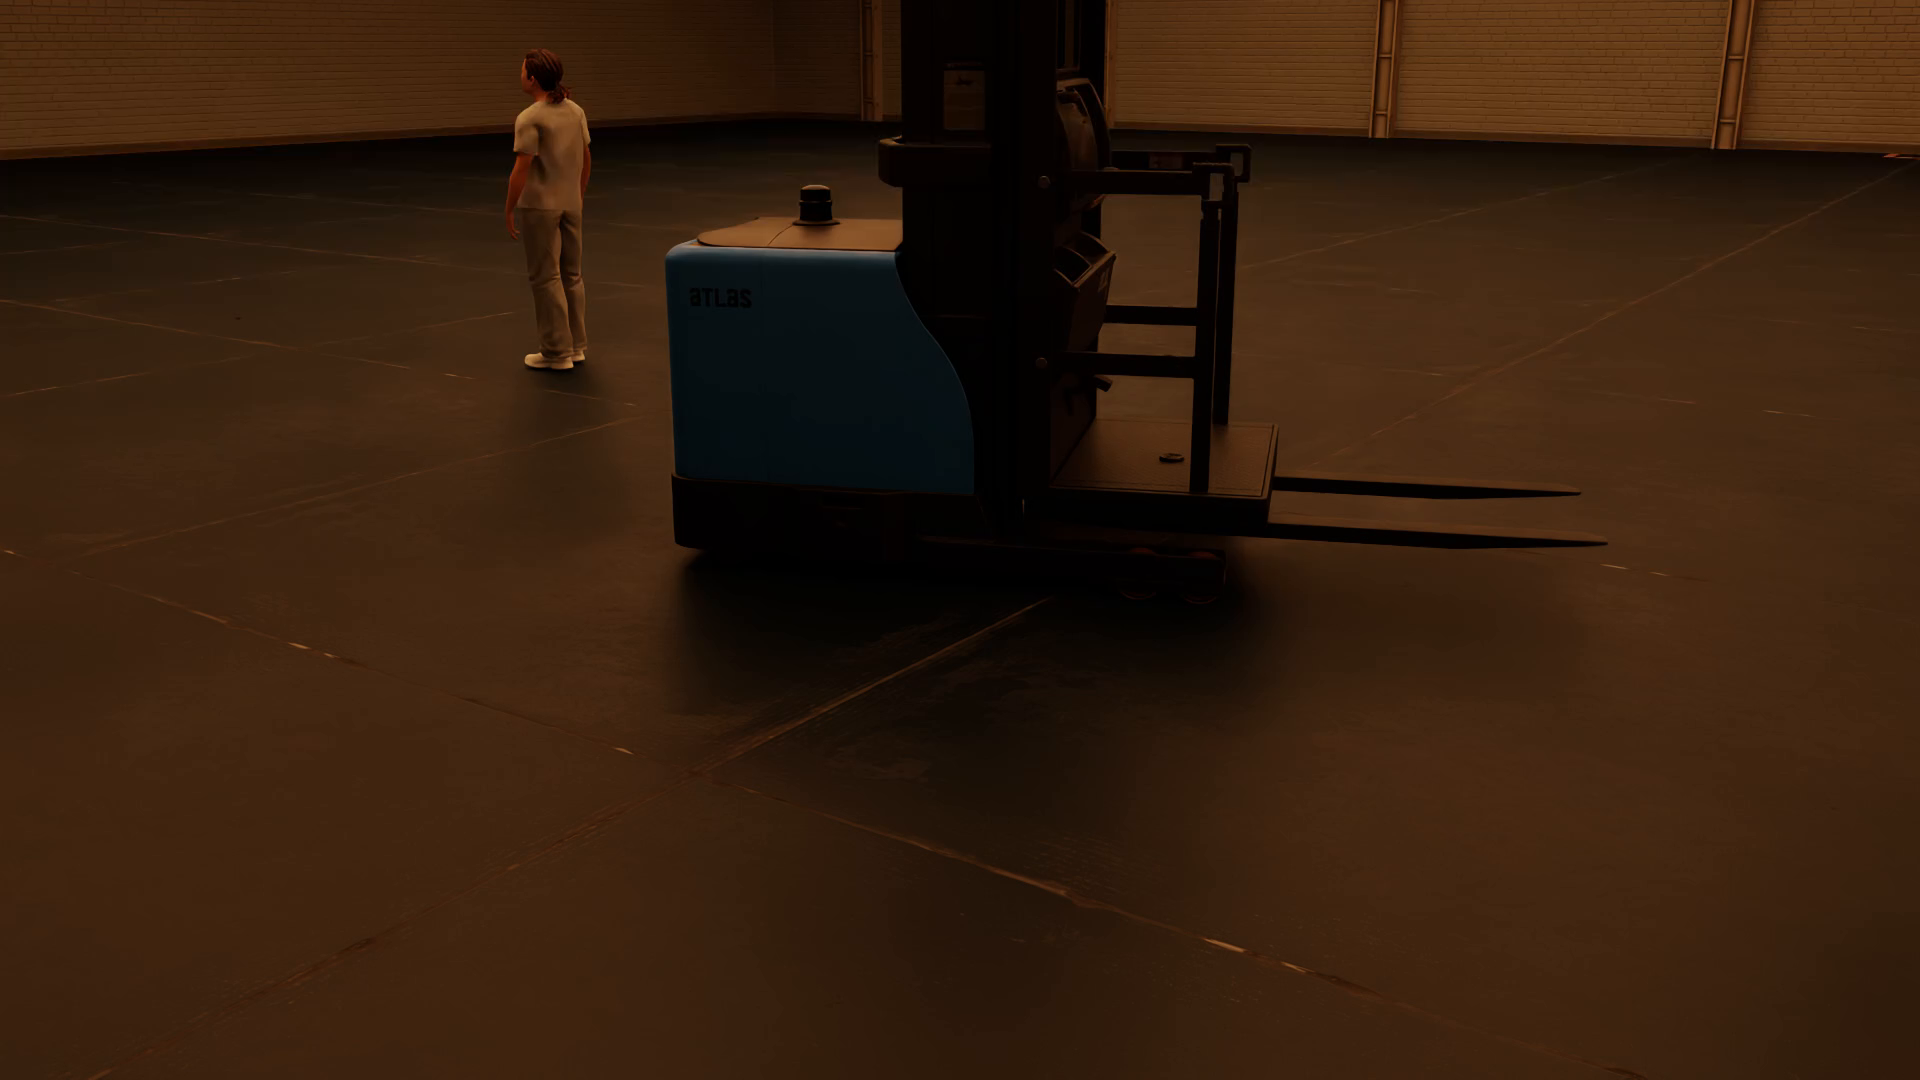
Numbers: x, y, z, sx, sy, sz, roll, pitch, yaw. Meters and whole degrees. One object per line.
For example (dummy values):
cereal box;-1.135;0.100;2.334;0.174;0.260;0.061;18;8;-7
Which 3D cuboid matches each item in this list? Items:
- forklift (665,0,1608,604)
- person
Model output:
forklift;0.595;-1.367;5.404;3.031;2.935;1.130;4;17;12
person;-2.214;-1.744;8.830;0.548;1.673;0.550;12;20;34
